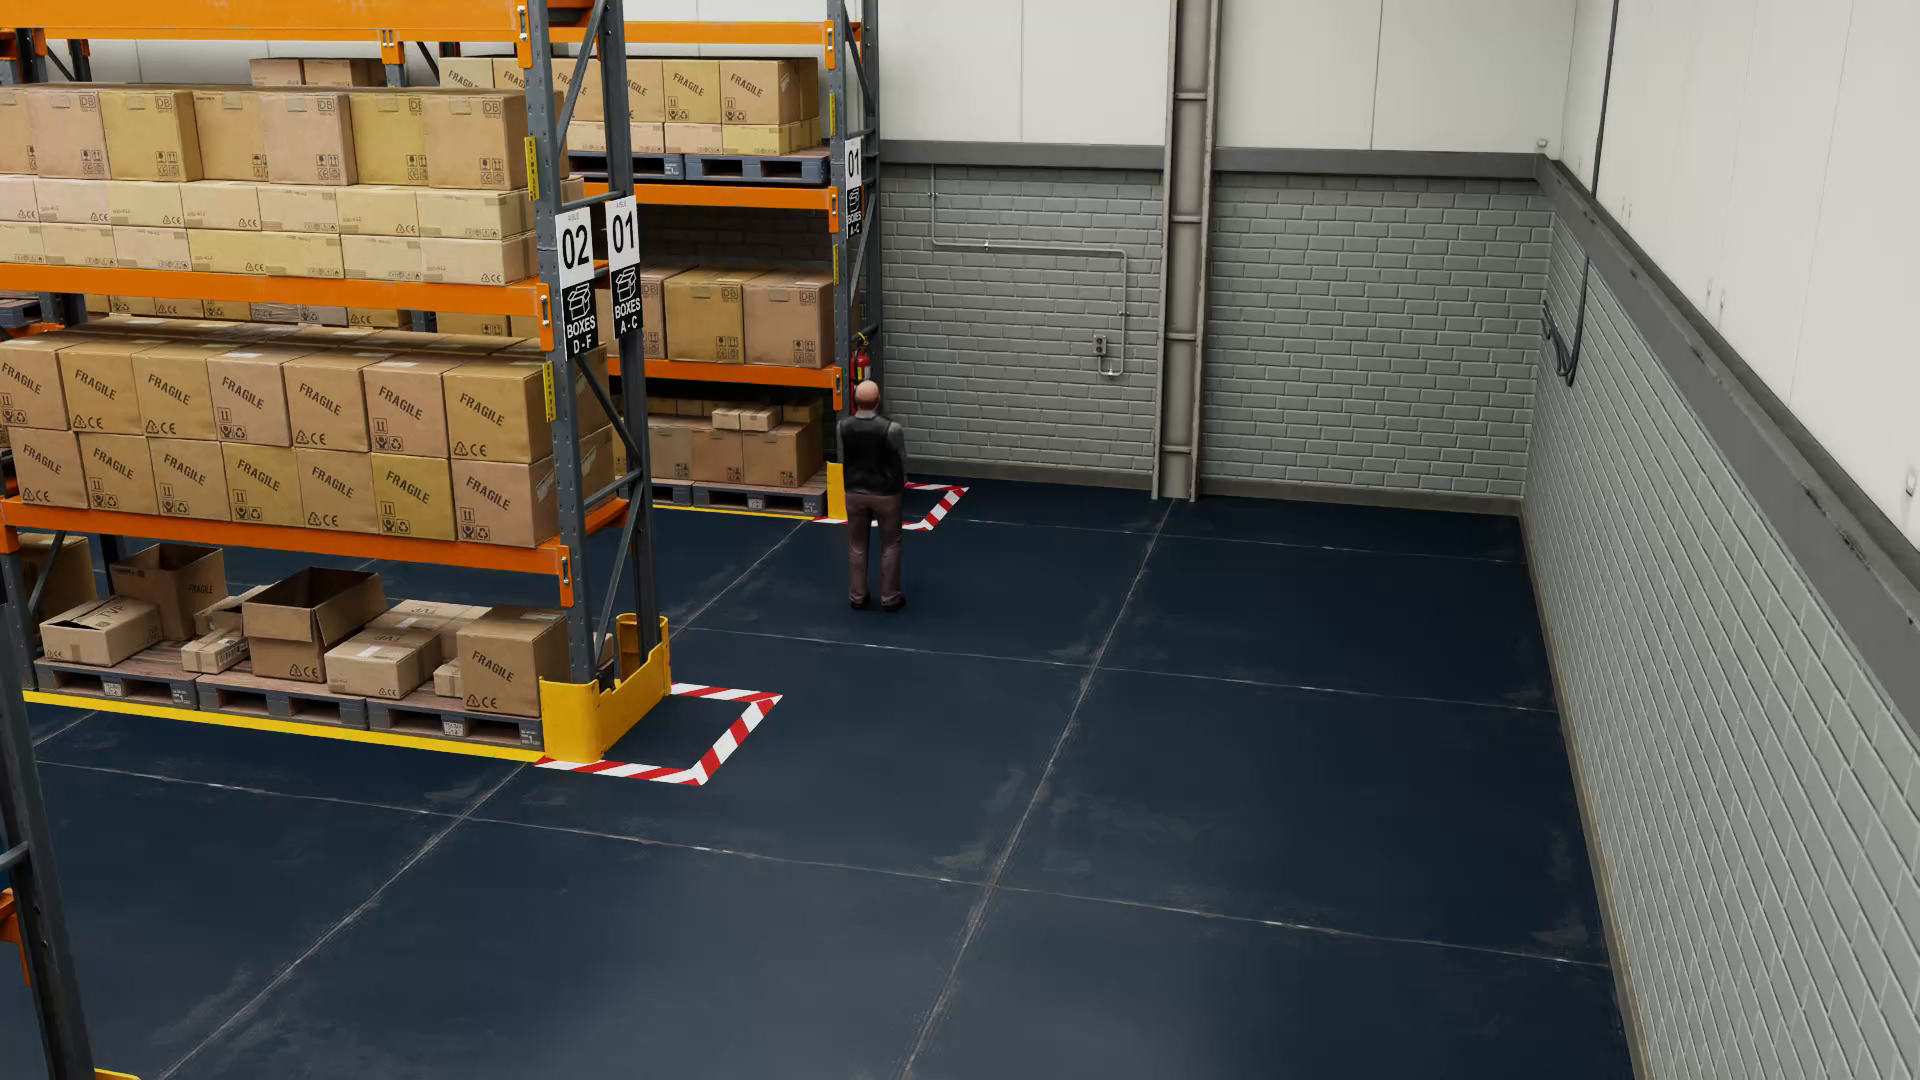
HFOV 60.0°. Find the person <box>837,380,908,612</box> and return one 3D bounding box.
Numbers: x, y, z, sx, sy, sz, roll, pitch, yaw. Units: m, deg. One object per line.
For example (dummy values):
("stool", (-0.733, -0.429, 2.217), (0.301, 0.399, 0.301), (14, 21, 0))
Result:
("person", (-0.620, -0.349, 12.173), (0.495, 1.718, 0.547), (5, 19, 14))
